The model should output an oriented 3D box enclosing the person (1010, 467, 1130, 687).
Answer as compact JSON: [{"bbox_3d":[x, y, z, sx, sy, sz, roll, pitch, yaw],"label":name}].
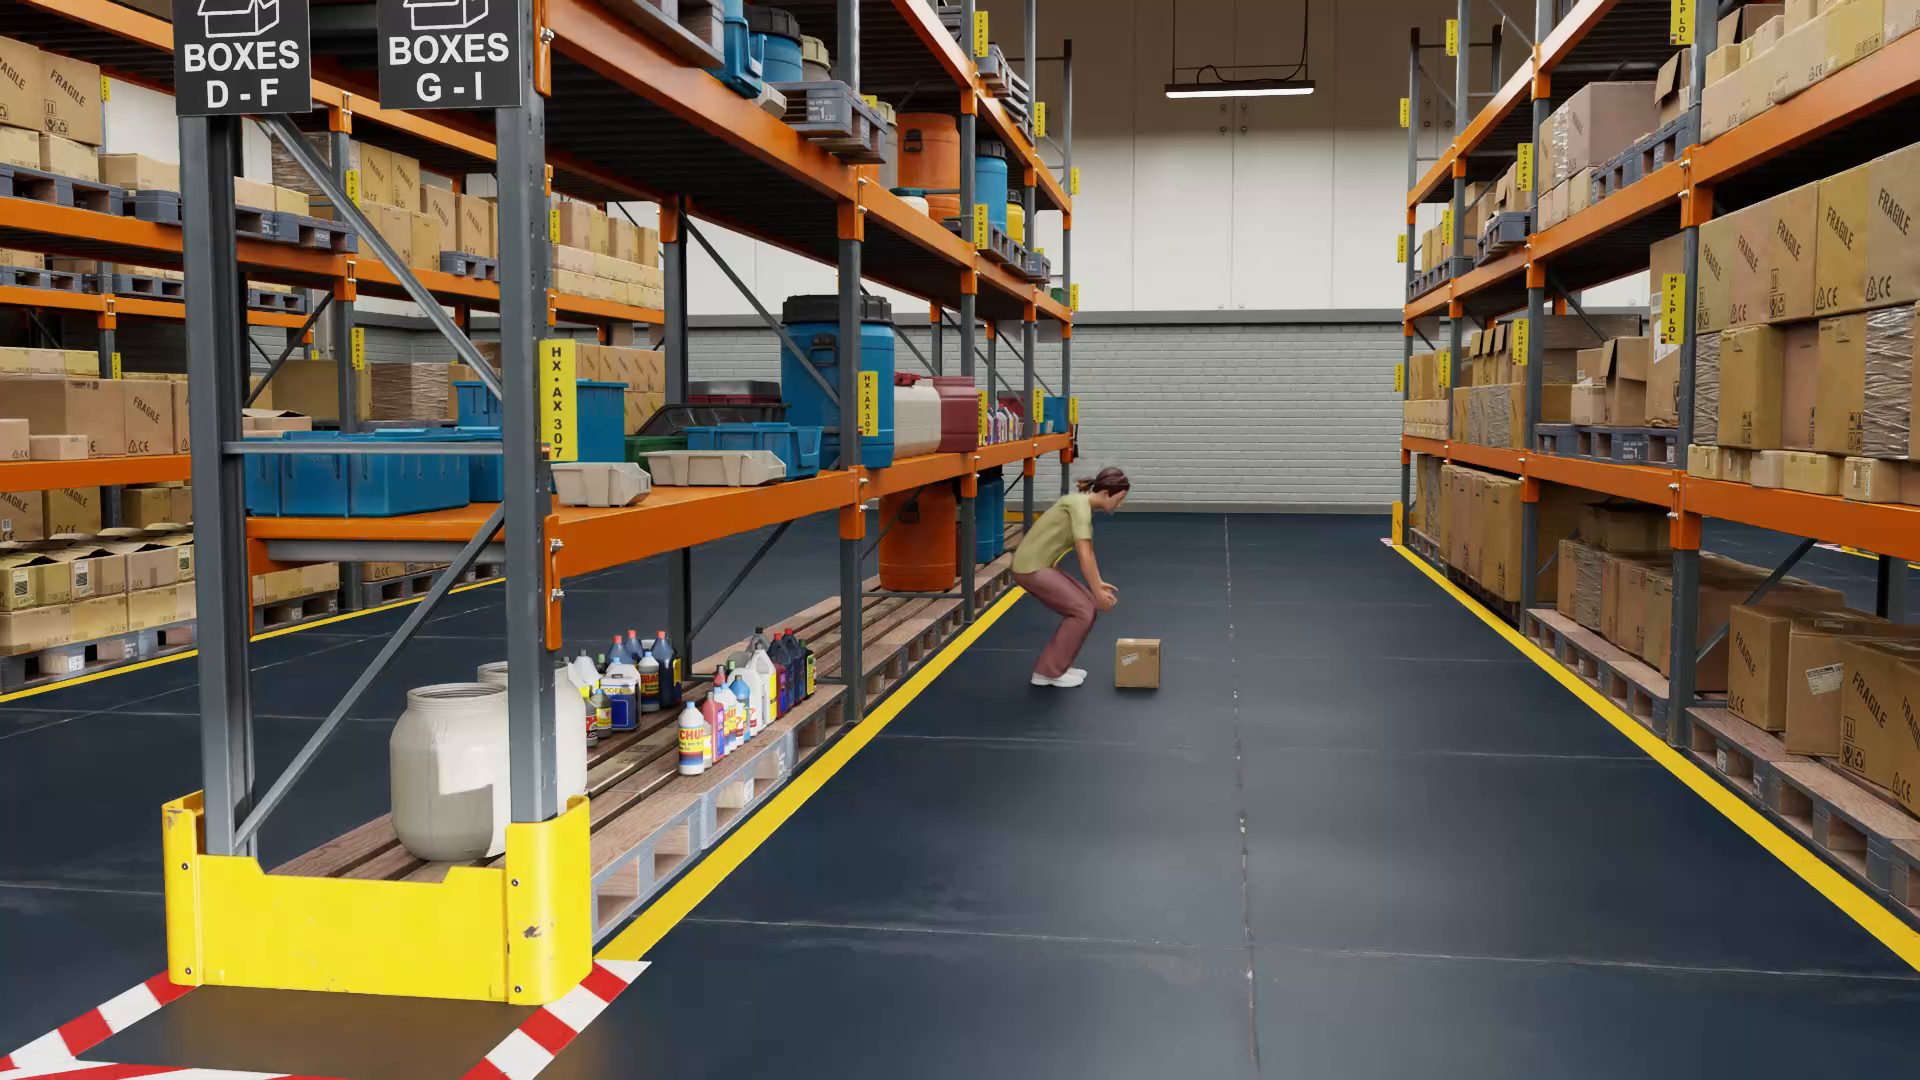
[{"bbox_3d":[0.650,0.207,9.806,0.696,1.275,0.511,1,5,9],"label":"person"}]
